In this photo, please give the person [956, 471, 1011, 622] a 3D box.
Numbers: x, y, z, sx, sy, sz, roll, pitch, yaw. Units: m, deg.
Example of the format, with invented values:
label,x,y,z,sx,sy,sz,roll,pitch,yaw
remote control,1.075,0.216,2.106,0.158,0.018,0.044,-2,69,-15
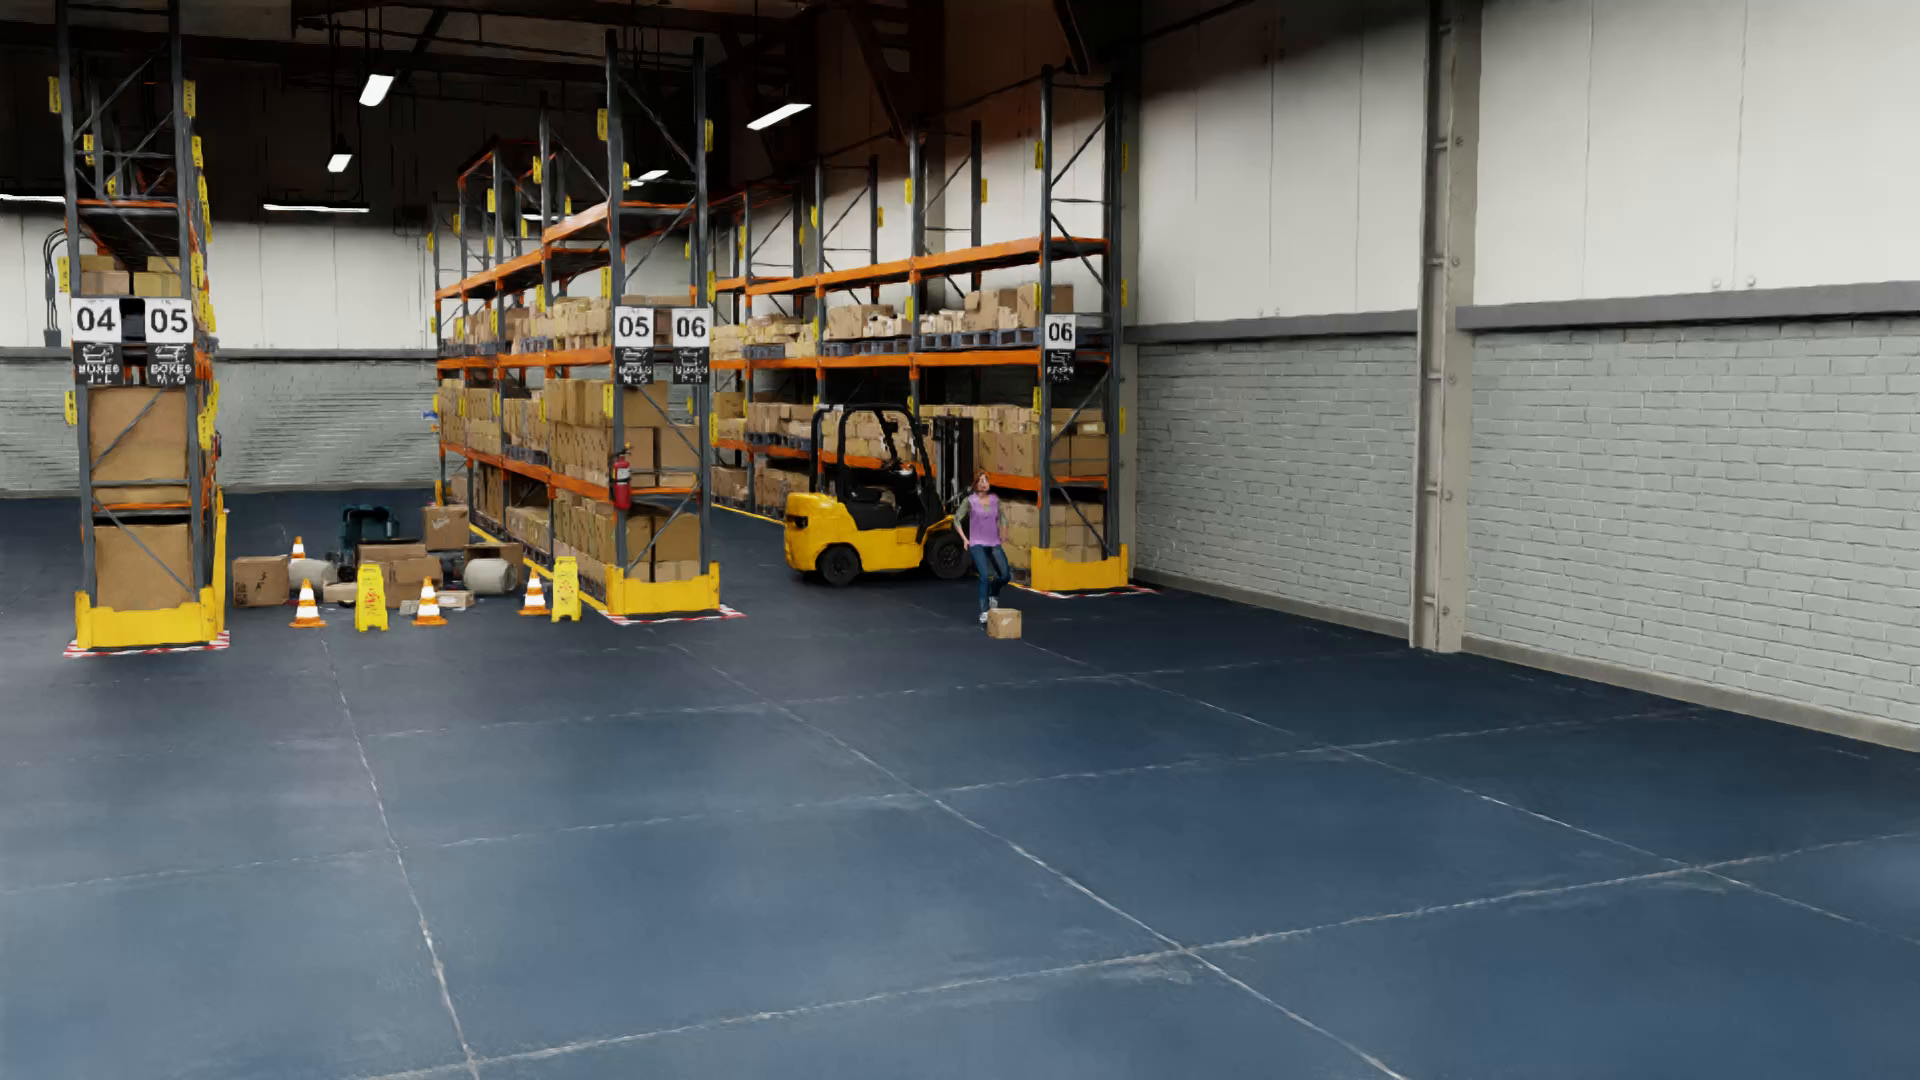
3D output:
label,x,y,z,sx,sy,sz,roll,pitch,yaw
person,0.295,0.059,16.901,0.511,1.497,0.719,-3,6,-24
